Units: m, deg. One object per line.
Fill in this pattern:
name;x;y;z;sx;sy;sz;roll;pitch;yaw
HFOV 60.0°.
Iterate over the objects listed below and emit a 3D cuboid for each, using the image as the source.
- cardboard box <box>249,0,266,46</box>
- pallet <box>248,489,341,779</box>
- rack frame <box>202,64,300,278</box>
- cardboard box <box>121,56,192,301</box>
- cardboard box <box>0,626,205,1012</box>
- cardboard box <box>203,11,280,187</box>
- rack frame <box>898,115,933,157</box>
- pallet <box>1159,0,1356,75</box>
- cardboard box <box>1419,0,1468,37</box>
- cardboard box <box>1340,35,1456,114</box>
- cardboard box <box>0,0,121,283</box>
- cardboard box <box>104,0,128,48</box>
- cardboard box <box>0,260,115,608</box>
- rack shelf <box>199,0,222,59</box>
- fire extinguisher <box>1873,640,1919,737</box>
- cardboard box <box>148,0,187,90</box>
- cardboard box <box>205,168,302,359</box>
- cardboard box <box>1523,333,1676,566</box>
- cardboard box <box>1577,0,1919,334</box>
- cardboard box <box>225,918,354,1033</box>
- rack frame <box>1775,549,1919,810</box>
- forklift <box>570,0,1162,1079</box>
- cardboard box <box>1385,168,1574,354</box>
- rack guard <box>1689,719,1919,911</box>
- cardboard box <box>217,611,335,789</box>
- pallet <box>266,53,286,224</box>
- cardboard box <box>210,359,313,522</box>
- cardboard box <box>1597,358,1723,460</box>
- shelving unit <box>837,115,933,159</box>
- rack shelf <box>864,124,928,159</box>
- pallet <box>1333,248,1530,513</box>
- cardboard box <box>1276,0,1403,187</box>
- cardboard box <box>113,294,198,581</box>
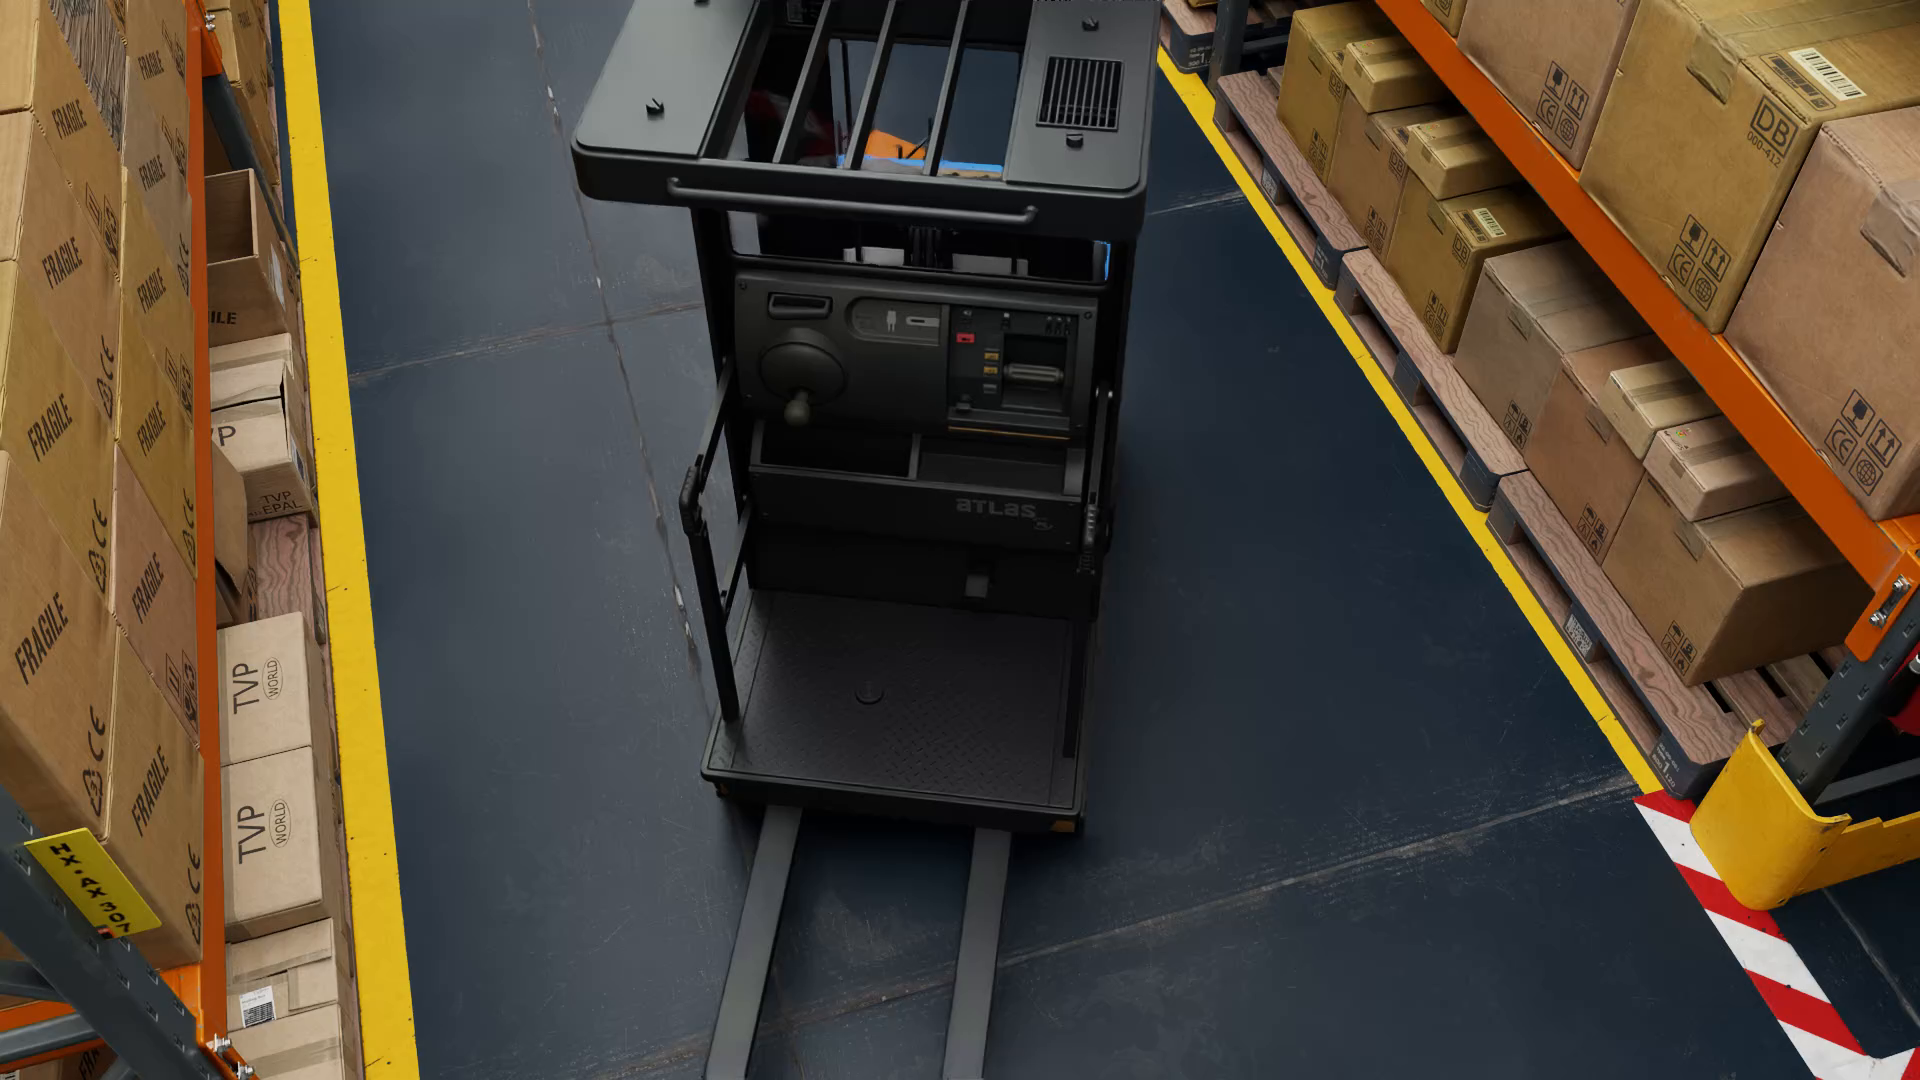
cardboard box;-3.347;-2.446;7.198;0.500;0.500;0.500;-13;51;-11
pallet;-2.561;0.345;5.321;1.003;0.211;1.213;-13;51;-11
rack frame;-3.128;-1.948;5.431;1.000;3.000;0.127;-13;51;-11
cardboard box;-2.427;-0.922;4.500;0.500;0.500;0.500;-12;51;-10
cardboard box;-1.824;0.557;3.253;0.500;0.500;0.500;-12;51;-10
cardboard box;-3.038;-1.693;6.562;0.500;0.500;0.500;-15;52;-13
rack frame;-0.142;-1.015;5.914;0.008;1.050;0.200;25;54;21
pallet;1.303;-2.719;7.904;1.003;0.211;1.213;-13;51;-11
cardboard box;1.959;-2.233;5.475;0.980;0.700;0.700;-14;51;-12
cardboard box;1.653;-1.749;6.199;0.380;0.149;0.250;-12;51;-10
cardboard box;-2.280;-0.882;3.813;0.500;0.500;0.500;-14;51;-11
cardboard box;-2.577;-1.618;4.433;0.500;0.500;0.500;-14;51;-12
cardboard box;-1.986;-0.145;3.191;0.500;0.500;0.500;-13;51;-11
rack shelf;-3.719;-3.177;6.937;1.077;0.370;4.000;-13;51;-11
fire extinguisher;2.390;0.210;3.905;0.296;0.674;0.183;-13;51;-11
cardboard box;-2.735;-1.673;5.133;0.500;0.500;0.500;-13;51;-10
cardboard box;-2.688;-0.932;5.921;0.500;0.500;0.500;-13;51;-11
cardboard box;2.335;-0.333;5.429;0.700;0.500;0.500;-13;51;-11
cardboard box;2.400;-1.145;4.557;0.980;0.700;0.700;-14;51;-11
cardboard box;-1.814;1.179;4.360;0.380;0.166;0.250;-13;51;-11
rack frame;2.786;-0.150;3.914;1.000;3.000;0.127;-13;51;-11
forklift;-0.144;-0.359;4.136;1.130;2.935;3.031;6;50;5
cardboard box;2.021;-1.088;6.066;0.700;0.500;0.500;-12;51;-10
rack guard;2.793;0.674;4.855;1.175;0.500;0.348;-13;51;-11
cardboard box;-2.131;0.526;4.855;0.500;0.250;0.500;-13;51;-11
pallet;-3.405;-1.635;6.990;1.003;0.211;1.213;-13;51;-11
cardboard box;-2.467;-0.324;5.532;0.500;0.311;0.500;-13;51;-11
cardboard box;2.195;-0.416;5.075;0.380;0.149;0.250;-12;51;-10
shelving unit;-0.245;-1.063;5.957;0.252;1.050;0.215;25;54;21
rack shelf;-0.248;-1.241;5.750;0.240;0.259;0.215;25;54;21
pallet;2.118;-0.706;6.208;1.003;0.211;1.213;-13;51;-11
cardboard box;1.726;-1.831;6.692;0.700;0.500;0.500;-13;51;-11
cardboard box;-2.128;-0.186;3.879;0.500;0.500;0.500;-13;51;-11
